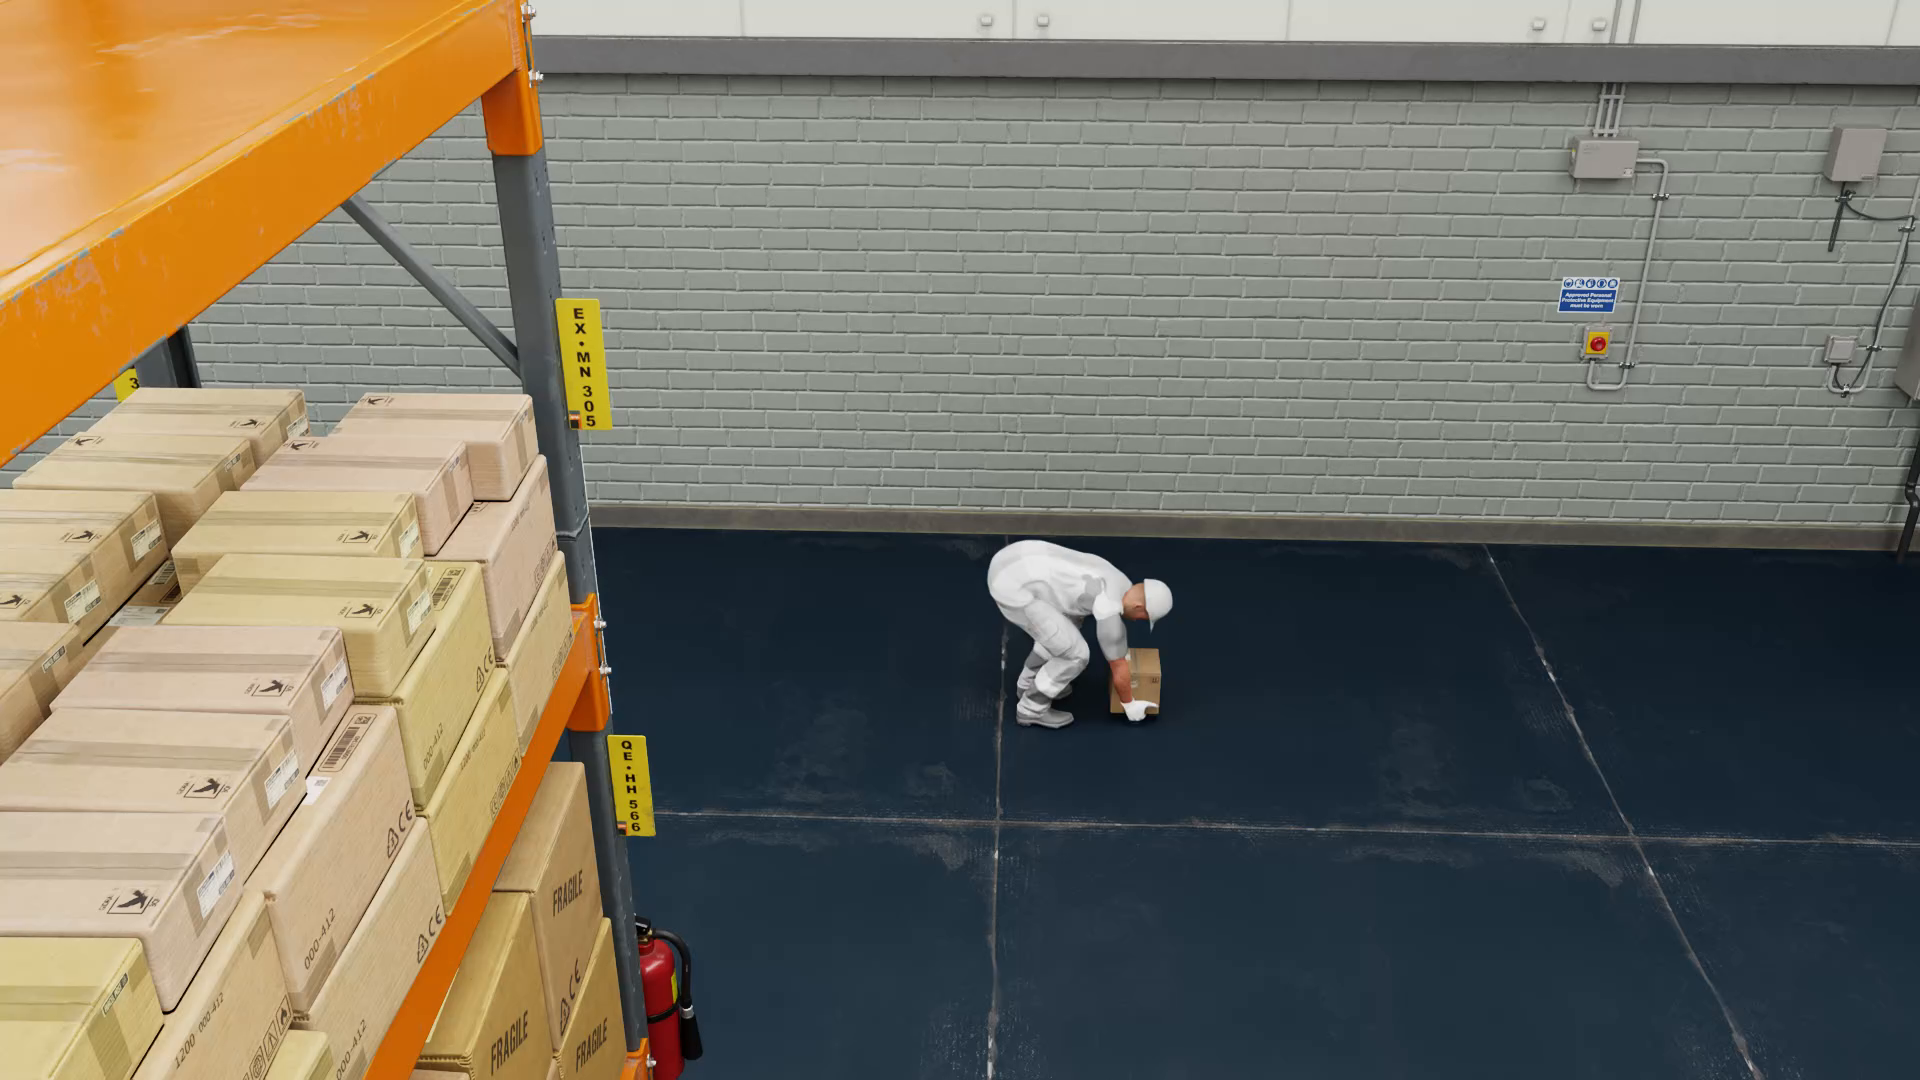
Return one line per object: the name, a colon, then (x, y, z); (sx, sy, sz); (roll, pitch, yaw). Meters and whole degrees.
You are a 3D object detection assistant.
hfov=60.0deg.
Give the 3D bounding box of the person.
person: (0.616, 0.457, 8.585); (0.948, 0.984, 0.530); (0, 28, -1)
